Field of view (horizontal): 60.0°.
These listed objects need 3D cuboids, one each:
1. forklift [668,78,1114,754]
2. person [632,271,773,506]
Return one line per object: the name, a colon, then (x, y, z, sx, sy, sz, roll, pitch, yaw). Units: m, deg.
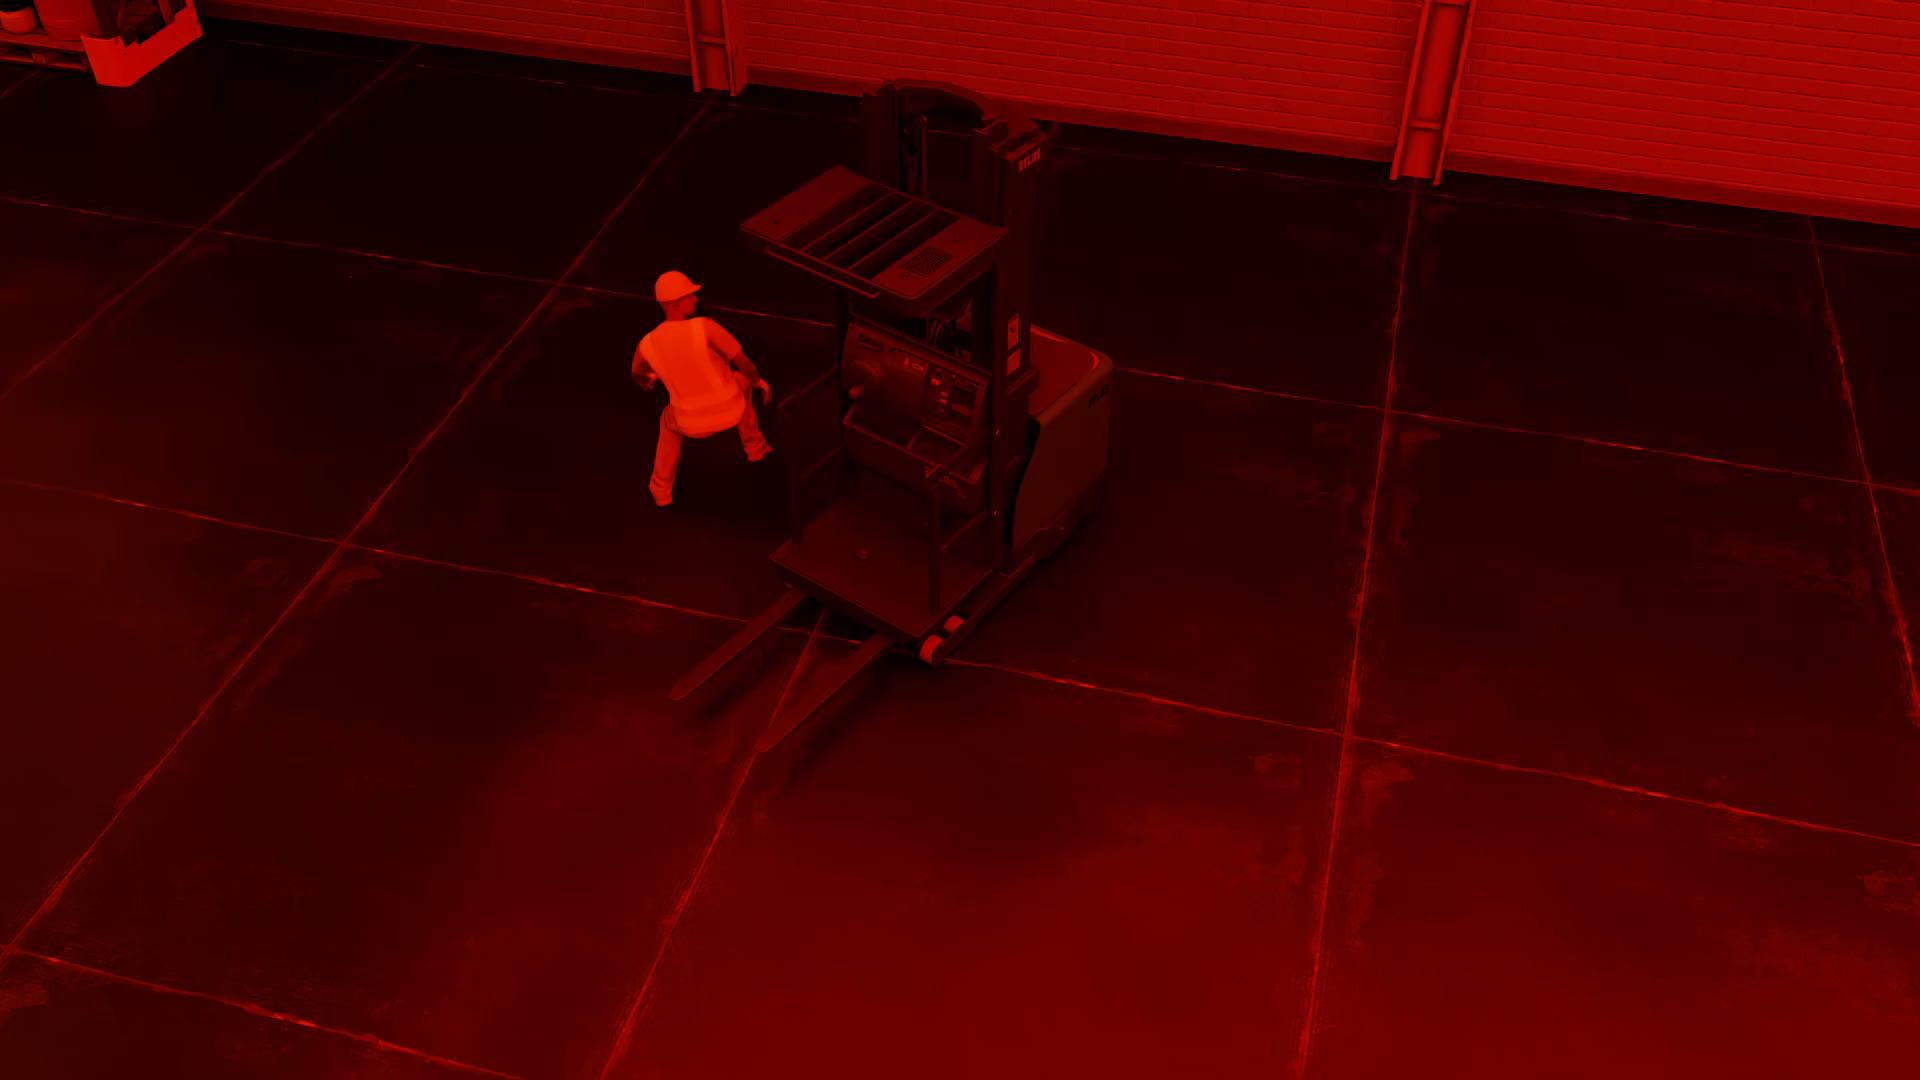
forklift: (-0.375, -0.773, 8.743, 1.130, 2.935, 3.031, 26, 48, 27)
person: (-1.549, -0.917, 10.009, 0.826, 1.536, 0.699, -3, 41, -4)
